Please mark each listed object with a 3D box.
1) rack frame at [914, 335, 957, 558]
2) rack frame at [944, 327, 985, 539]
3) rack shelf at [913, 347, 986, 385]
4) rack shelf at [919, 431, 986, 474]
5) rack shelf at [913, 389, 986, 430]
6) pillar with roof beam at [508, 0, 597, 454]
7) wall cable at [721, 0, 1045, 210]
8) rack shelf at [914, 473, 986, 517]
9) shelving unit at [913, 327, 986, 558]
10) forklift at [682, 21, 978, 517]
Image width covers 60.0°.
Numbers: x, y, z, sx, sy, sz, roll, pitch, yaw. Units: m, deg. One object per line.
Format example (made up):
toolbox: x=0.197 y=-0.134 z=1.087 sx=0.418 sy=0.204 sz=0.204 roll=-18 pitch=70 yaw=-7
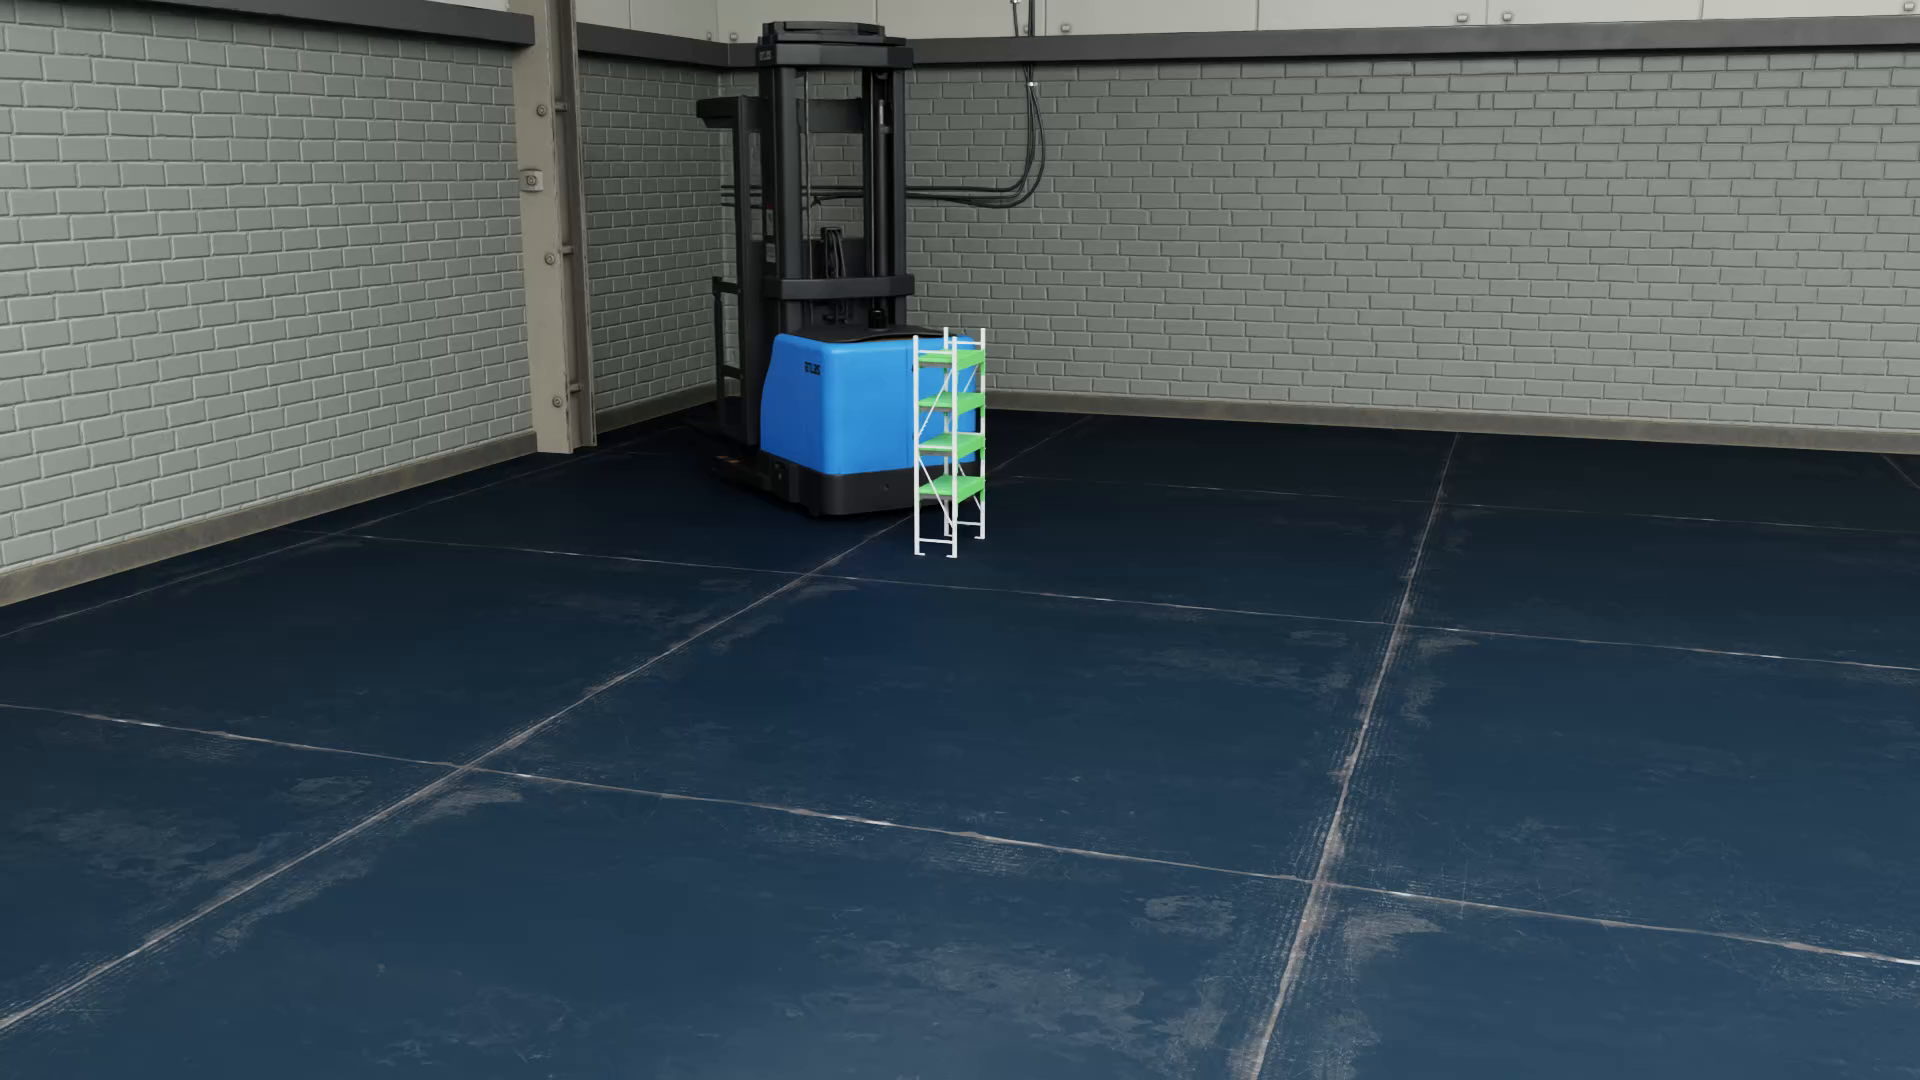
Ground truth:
rack frame: x=-0.132 y=-0.499 z=8.977 sx=0.240 sy=1.200 sz=0.015 roll=4 pitch=14 yaw=18
rack frame: x=0.025 y=-0.601 z=9.427 sx=0.240 sy=1.200 sz=0.015 roll=4 pitch=14 yaw=18
rack shelf: x=-0.054 y=-0.956 z=9.109 sx=0.258 sy=0.148 sz=0.480 roll=4 pitch=14 yaw=18
rack shelf: x=-0.054 y=-0.488 z=9.216 sx=0.258 sy=0.148 sz=0.480 roll=4 pitch=14 yaw=18
rack shelf: x=-0.054 y=-0.722 z=9.162 sx=0.258 sy=0.148 sz=0.480 roll=4 pitch=14 yaw=18
pillar with roof beam: x=1.107 y=-4.768 z=10.156 sx=9.100 sy=9.000 sz=0.400 roll=4 pitch=14 yaw=18
wall cable: x=-0.762 y=-4.089 z=14.160 sx=3.097 sy=2.526 sz=0.112 roll=4 pitch=14 yaw=18
rack shelf: x=-0.054 y=-0.254 z=9.269 sx=0.258 sy=0.148 sz=0.480 roll=4 pitch=14 yaw=18
shelving unit: x=-0.054 y=-0.550 z=9.202 sx=0.258 sy=1.200 sz=0.503 roll=4 pitch=14 yaw=18
forklift: x=-1.046 y=-1.846 z=10.990 sx=1.130 sy=2.935 sz=3.031 roll=-7 pitch=15 yaw=-28
